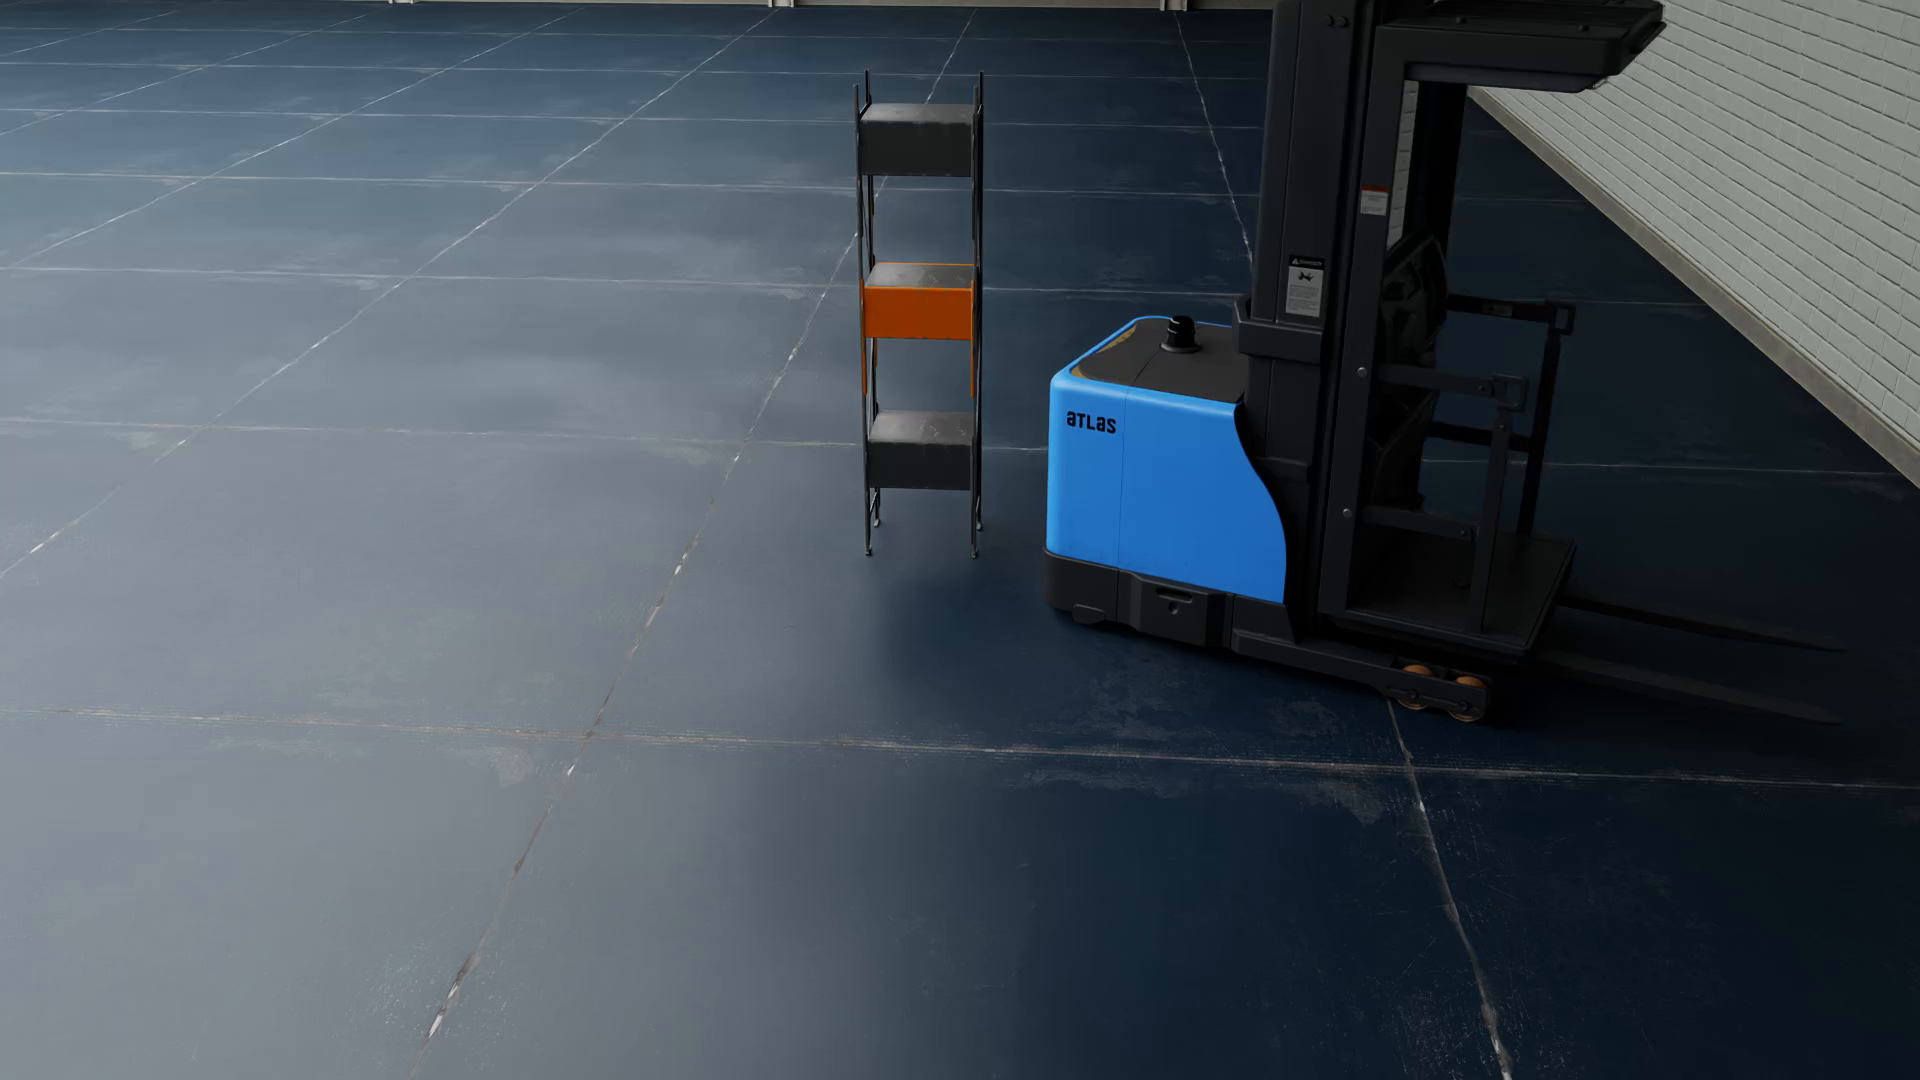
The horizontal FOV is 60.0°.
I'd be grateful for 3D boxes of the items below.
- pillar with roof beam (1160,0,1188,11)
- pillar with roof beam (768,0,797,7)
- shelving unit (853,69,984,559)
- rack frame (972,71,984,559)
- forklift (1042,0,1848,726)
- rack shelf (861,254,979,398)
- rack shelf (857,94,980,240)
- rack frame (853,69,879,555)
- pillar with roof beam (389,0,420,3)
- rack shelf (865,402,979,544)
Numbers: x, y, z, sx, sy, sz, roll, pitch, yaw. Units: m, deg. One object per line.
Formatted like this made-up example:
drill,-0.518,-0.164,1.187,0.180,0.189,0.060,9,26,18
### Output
pillar with roof beam,2.917,-10.360,19.500,0.400,9.000,9.100,2,25,4
pillar with roof beam,-3.066,-10.552,19.918,0.400,9.000,9.100,2,25,4
shelving unit,-0.165,-0.959,7.323,0.503,2.100,0.431,2,25,4
rack frame,0.078,-0.951,7.306,0.015,2.100,0.400,2,25,4
forklift,1.894,-0.901,6.202,3.031,2.935,1.130,12,27,25
rack shelf,-0.165,-0.947,7.328,0.480,0.518,0.431,2,25,4
rack shelf,-0.165,-1.583,7.036,0.480,0.518,0.431,2,25,4
rack frame,-0.408,-0.967,7.340,0.015,2.100,0.400,2,25,4
pillar with roof beam,-9.048,-10.744,20.335,0.400,9.000,9.100,2,25,4
rack shelf,-0.165,-0.311,7.621,0.480,0.518,0.431,2,25,4
